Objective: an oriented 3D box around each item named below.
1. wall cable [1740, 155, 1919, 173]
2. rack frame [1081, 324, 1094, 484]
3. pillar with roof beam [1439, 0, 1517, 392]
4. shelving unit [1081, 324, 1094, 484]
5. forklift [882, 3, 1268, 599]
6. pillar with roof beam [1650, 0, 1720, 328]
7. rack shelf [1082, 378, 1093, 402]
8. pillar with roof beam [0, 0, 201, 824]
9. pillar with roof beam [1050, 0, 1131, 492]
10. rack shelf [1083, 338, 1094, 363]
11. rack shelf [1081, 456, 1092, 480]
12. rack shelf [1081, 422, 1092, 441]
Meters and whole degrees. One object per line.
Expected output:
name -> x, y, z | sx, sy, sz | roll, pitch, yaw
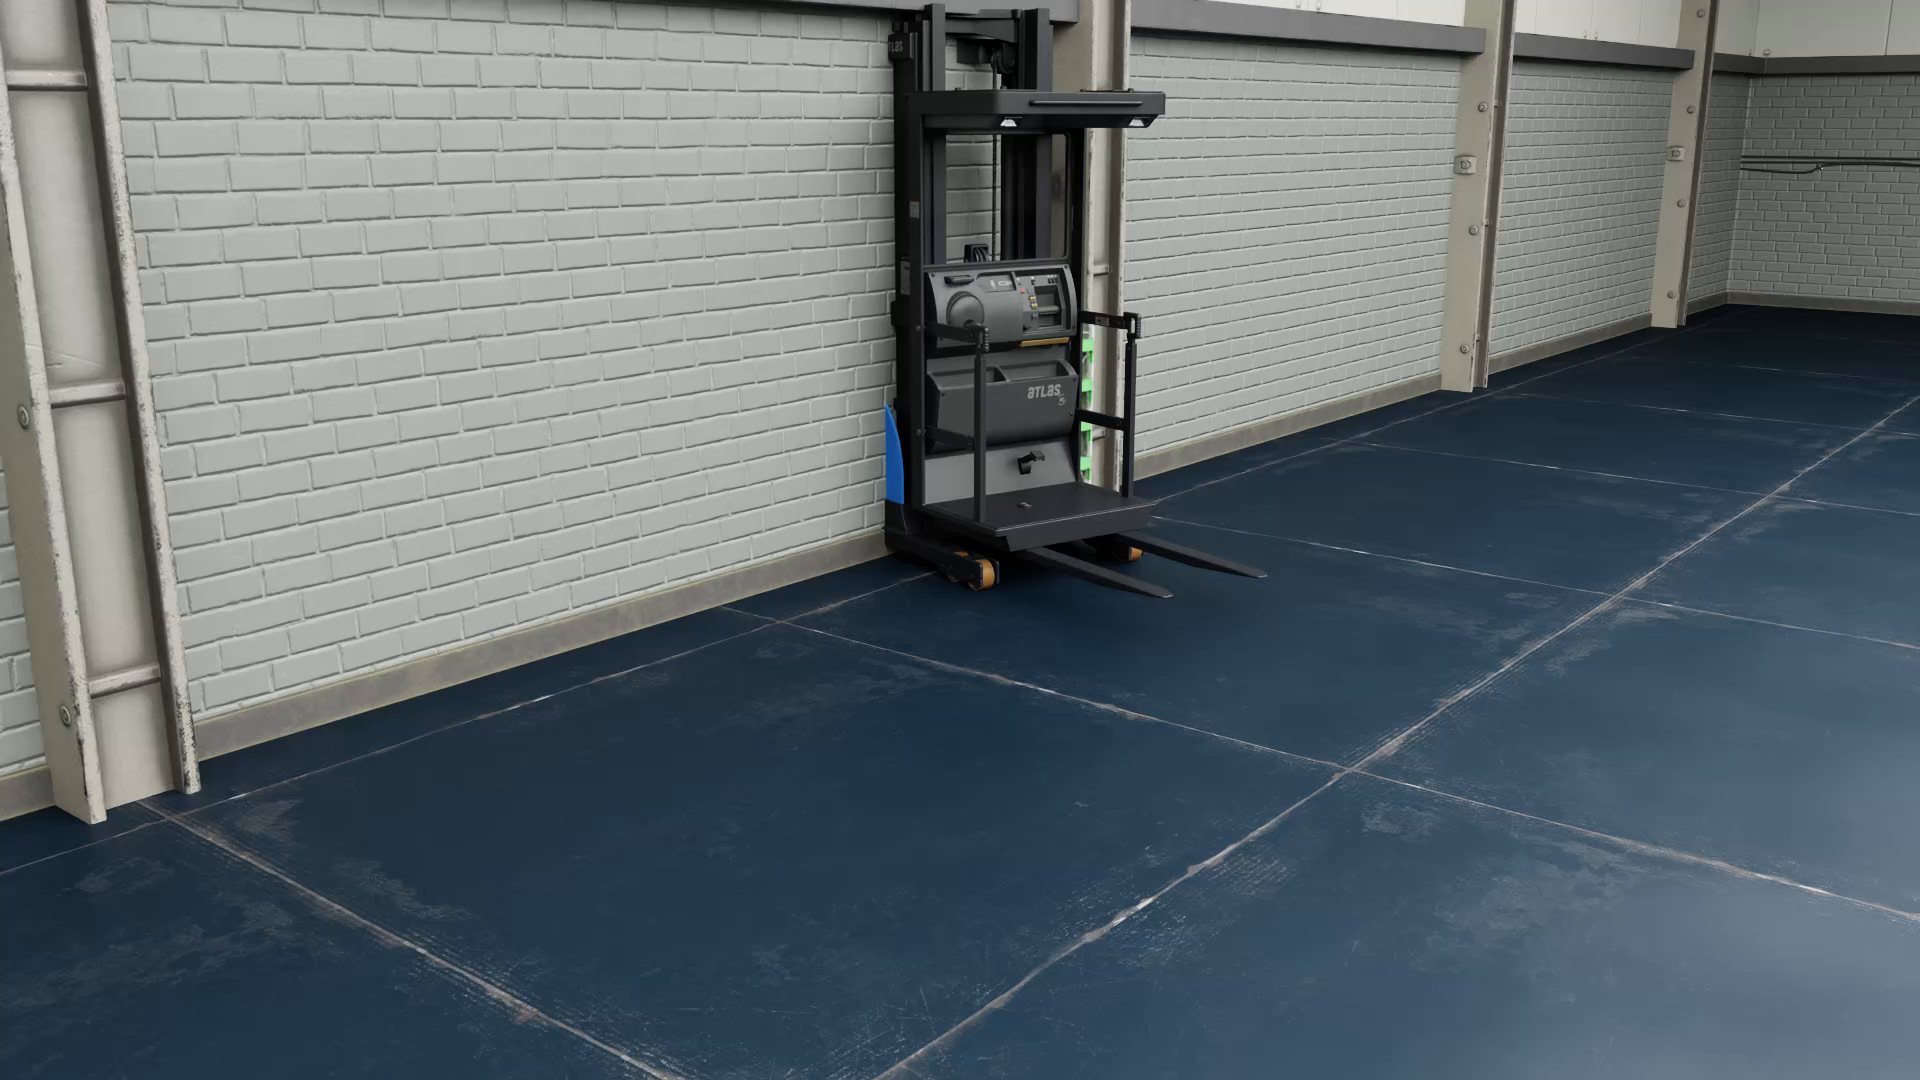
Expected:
wall cable -> 11.193, -5.741, 20.251 | 3.097, 2.526, 0.112 | 11, 18, 38
rack frame -> 0.704, -0.755, 10.156 | 0.240, 1.200, 0.015 | 10, 17, 35
pillar with roof beam -> 7.890, -5.071, 11.307 | 9.100, 9.000, 0.400 | 11, 18, 38
shelving unit -> 0.560, -0.707, 9.965 | 0.258, 1.200, 0.503 | 10, 17, 35
forklift -> 0.357, -1.293, 8.760 | 1.130, 2.935, 3.031 | -10, 17, -33
pillar with roof beam -> 11.661, -6.220, 15.831 | 9.100, 9.000, 0.400 | 11, 18, 38
rack shelf -> 0.560, -0.878, 9.922 | 0.258, 0.148, 0.480 | 10, 17, 35
pillar with roof beam -> 0.348, -2.773, 2.261 | 9.100, 9.000, 0.400 | 11, 18, 38
pillar with roof beam -> 4.119, -3.922, 6.784 | 9.100, 9.000, 0.400 | 11, 18, 38
rack shelf -> 0.560, -1.111, 9.864 | 0.258, 0.148, 0.480 | 10, 17, 35
rack shelf -> 0.560, -0.412, 10.038 | 0.258, 0.148, 0.480 | 10, 17, 35
rack shelf -> 0.560, -0.645, 9.980 | 0.258, 0.148, 0.480 | 10, 17, 35
